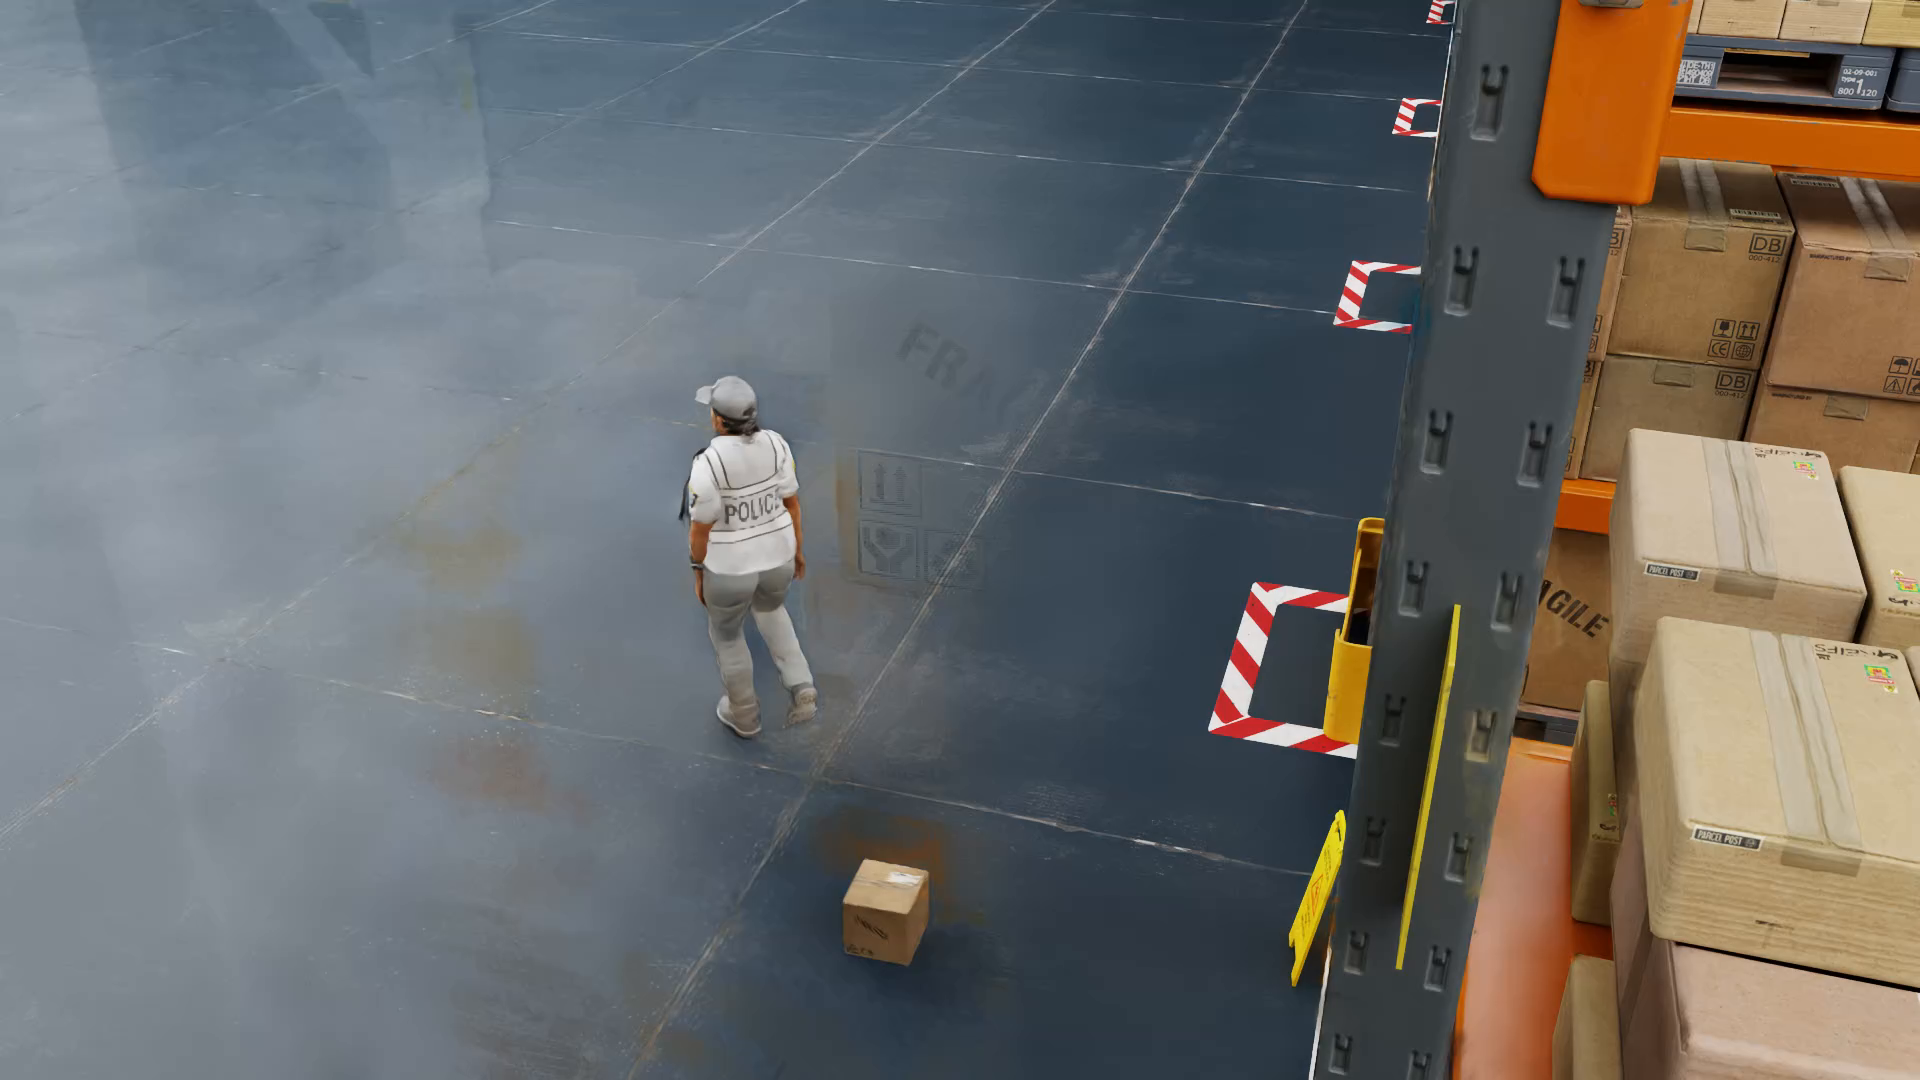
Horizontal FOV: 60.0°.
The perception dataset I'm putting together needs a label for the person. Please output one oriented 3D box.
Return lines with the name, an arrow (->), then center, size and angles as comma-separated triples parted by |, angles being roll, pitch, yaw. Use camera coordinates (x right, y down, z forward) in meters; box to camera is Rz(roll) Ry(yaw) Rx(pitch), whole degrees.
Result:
person -> -0.867, 0.101, 6.893 | 0.502, 1.652, 0.498 | -20, 35, -31
